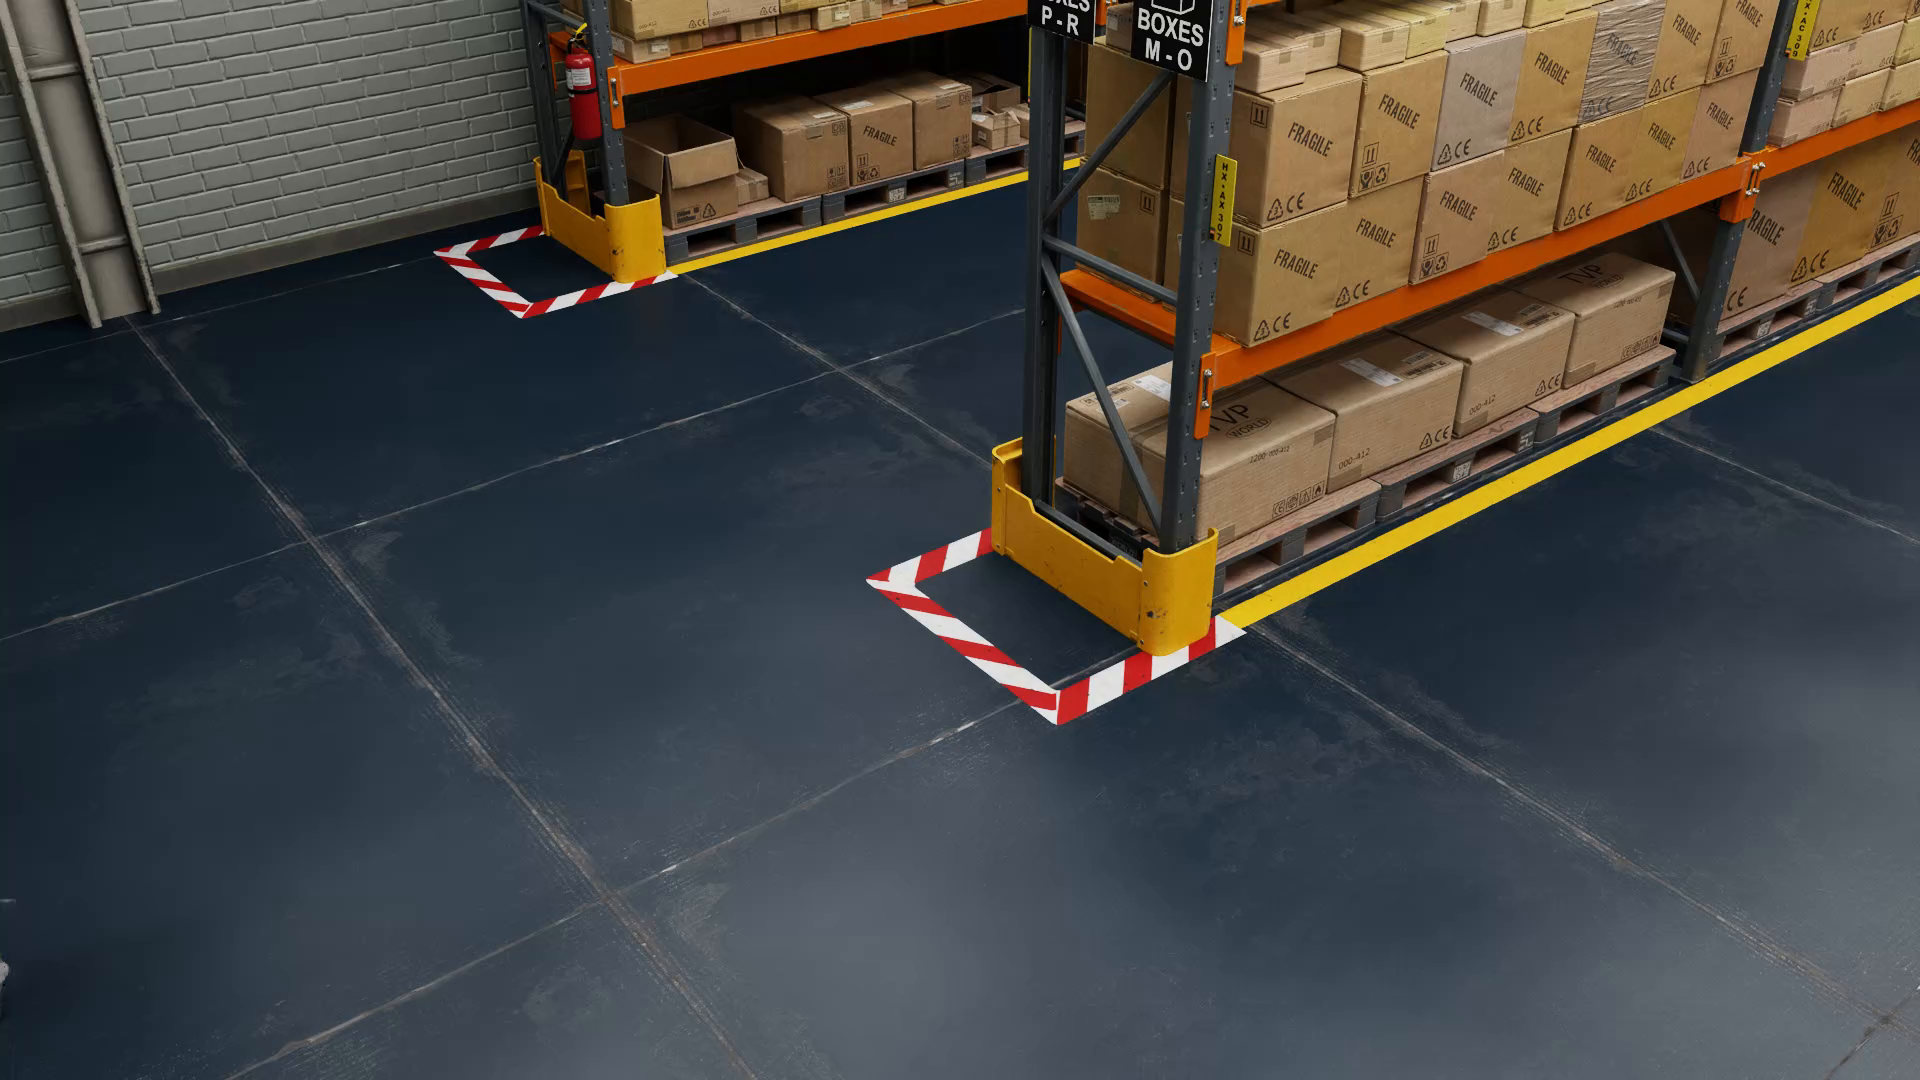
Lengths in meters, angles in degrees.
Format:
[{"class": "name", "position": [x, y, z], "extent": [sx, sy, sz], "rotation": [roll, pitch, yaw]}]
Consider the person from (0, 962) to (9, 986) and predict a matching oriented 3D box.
[{"class": "person", "position": [-3.409, 0.798, 4.883], "extent": [0.701, 1.764, 0.634], "rotation": [-15, 35, -23]}]
